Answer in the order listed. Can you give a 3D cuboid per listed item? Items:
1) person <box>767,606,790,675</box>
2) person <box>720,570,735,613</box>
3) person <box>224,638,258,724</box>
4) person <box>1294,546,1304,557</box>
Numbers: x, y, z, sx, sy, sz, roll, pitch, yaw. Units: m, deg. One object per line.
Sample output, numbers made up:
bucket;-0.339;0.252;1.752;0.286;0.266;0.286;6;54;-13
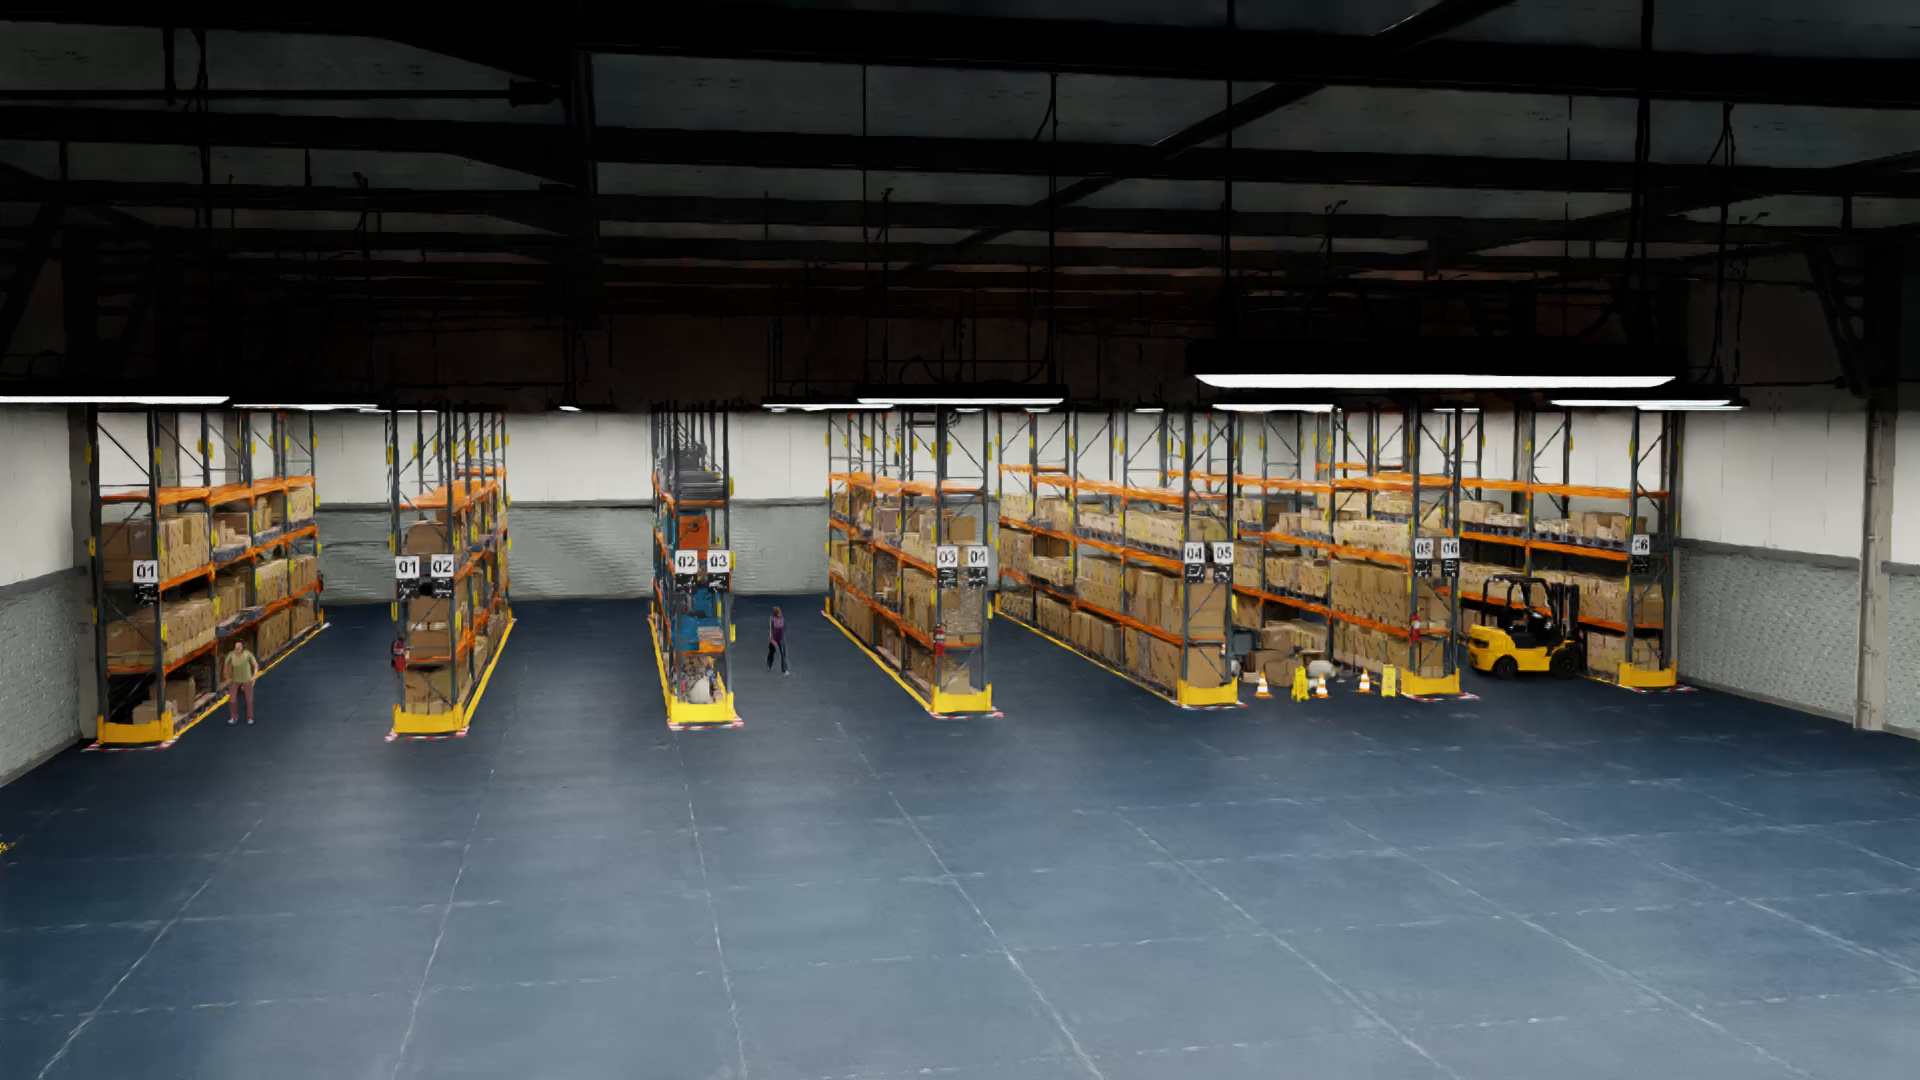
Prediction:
person;-4.032;2.190;36.582;0.440;1.516;1.016;-2;5;-22
person;-6.781;1.312;47.905;0.443;1.574;0.997;-2;5;-20
person;-13.281;2.606;30.735;0.598;1.617;0.507;-1;4;-14
person;10.548;0.999;51.766;0.507;1.668;0.571;4;6;44
